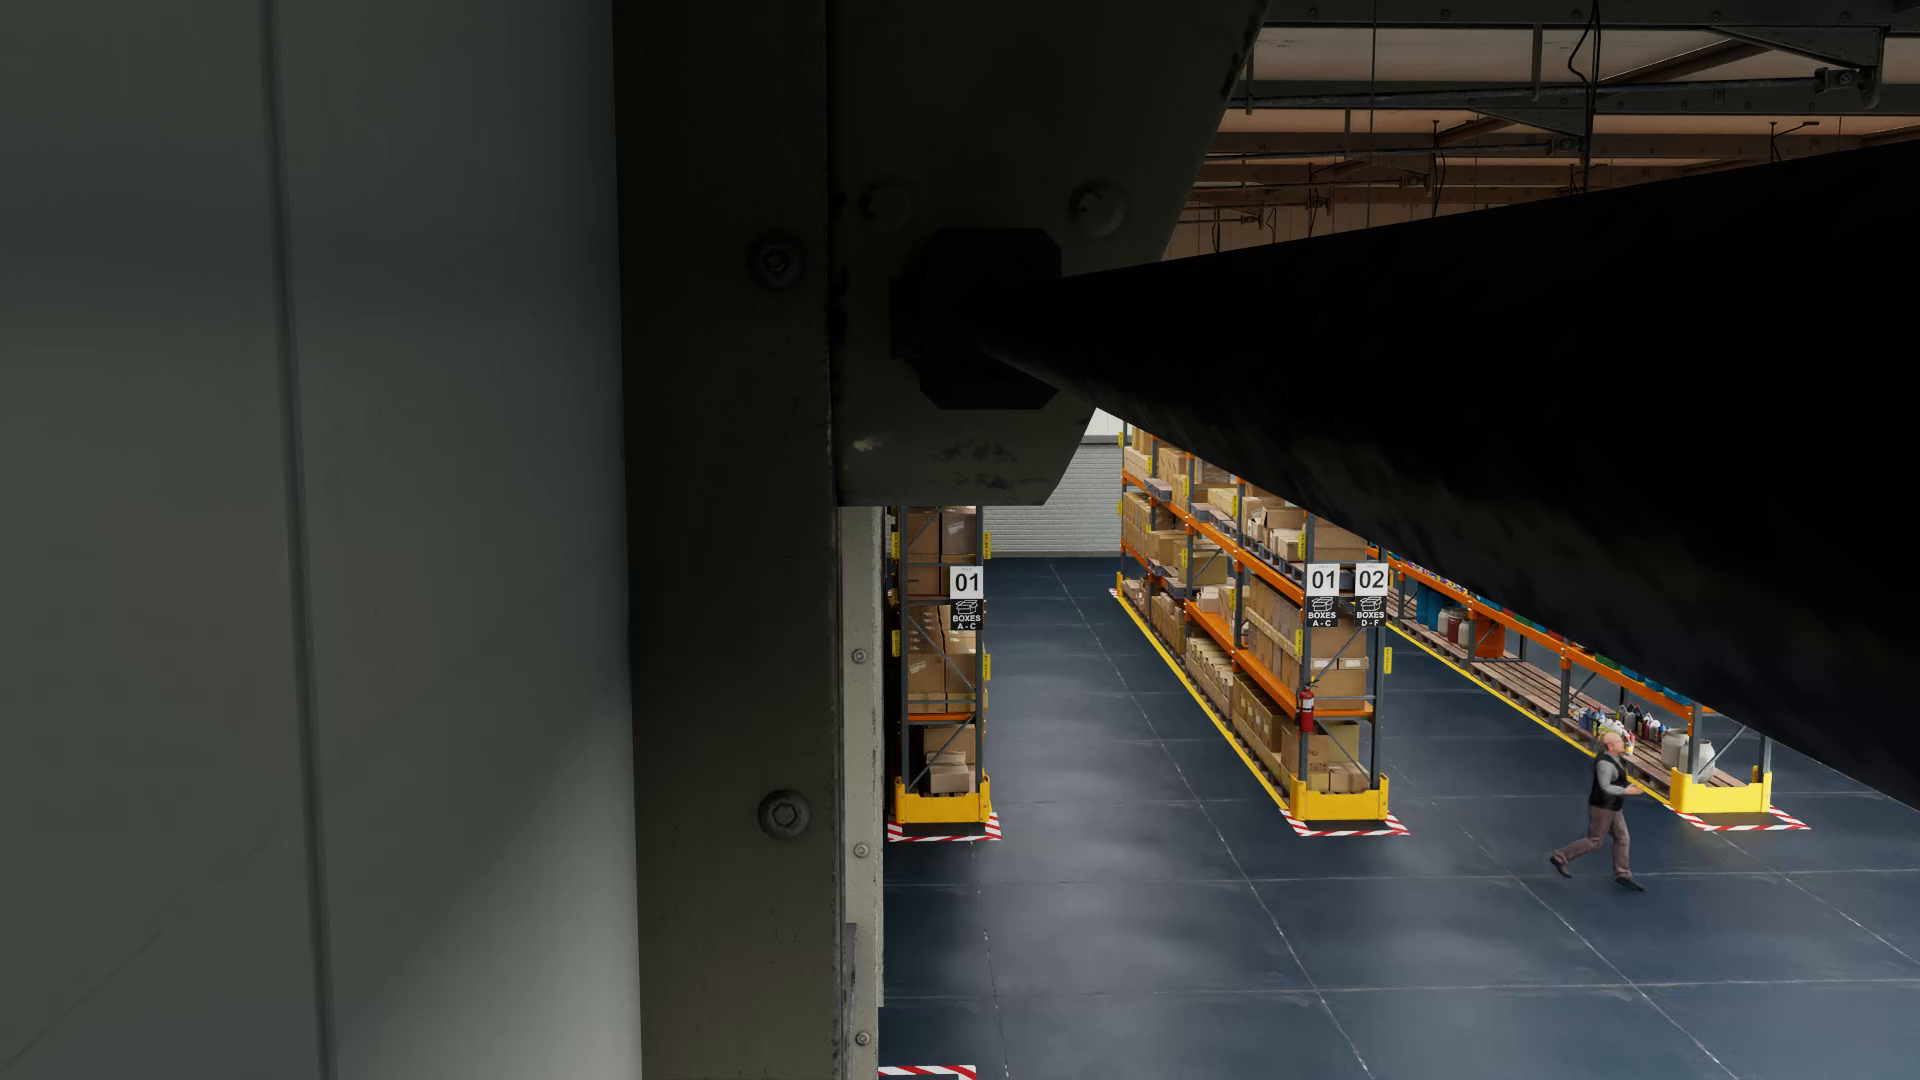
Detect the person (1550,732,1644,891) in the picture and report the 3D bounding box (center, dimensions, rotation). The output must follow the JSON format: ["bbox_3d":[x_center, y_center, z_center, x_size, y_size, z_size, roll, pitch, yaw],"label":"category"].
[{"bbox_3d":[7.005,2.939,18.172,0.967,1.739,0.667,4,9,28],"label":"person"}]
